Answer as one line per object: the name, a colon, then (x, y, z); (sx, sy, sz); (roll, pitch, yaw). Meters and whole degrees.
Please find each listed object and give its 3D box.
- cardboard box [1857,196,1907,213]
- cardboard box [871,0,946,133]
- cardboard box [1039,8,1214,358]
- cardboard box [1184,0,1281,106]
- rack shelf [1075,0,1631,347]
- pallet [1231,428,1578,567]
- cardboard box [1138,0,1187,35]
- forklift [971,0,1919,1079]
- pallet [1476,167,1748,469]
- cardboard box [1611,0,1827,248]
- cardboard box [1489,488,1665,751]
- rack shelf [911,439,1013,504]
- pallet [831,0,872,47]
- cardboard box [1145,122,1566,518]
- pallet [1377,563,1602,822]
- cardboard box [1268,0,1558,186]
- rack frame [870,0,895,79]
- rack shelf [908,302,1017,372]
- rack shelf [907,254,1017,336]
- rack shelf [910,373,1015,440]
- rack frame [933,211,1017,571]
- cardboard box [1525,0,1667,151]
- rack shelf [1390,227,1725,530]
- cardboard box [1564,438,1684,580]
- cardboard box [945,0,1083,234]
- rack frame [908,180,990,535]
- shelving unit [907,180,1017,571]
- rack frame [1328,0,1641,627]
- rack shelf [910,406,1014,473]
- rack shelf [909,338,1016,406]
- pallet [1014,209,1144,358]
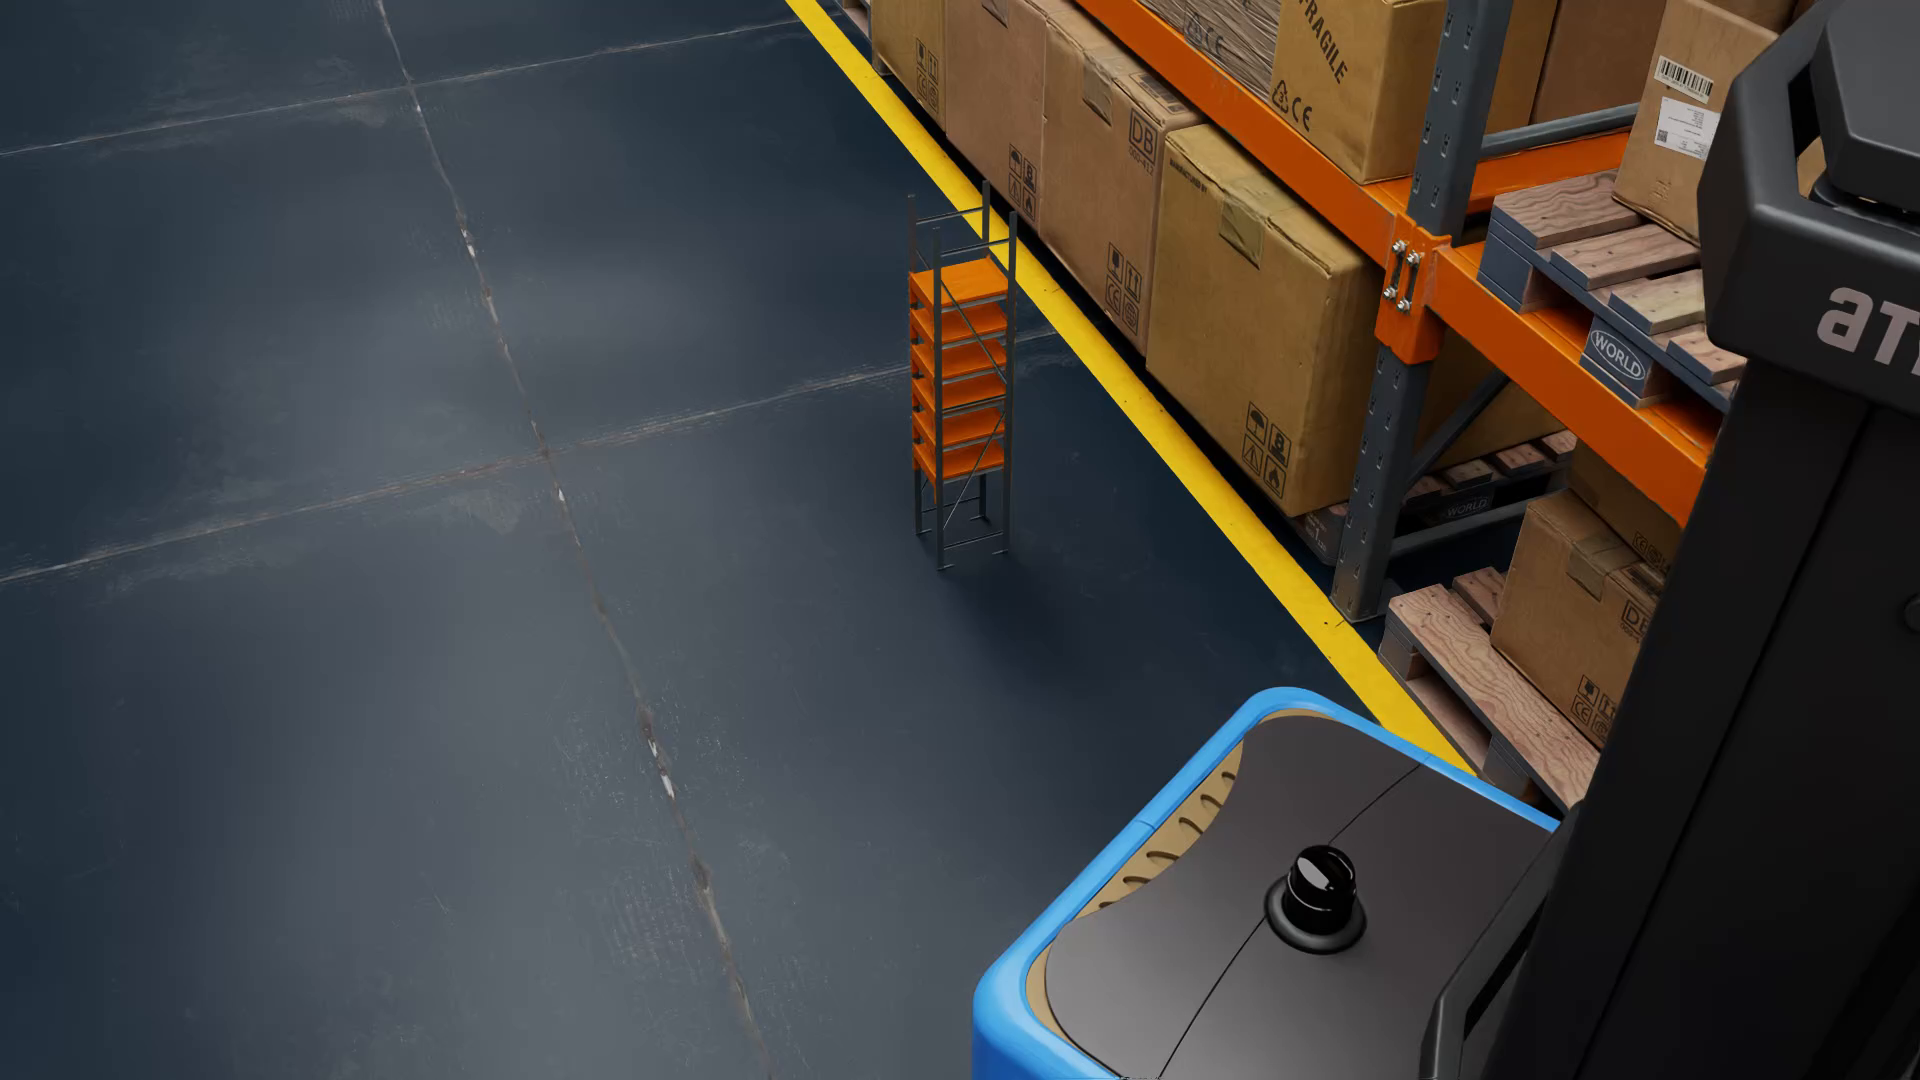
cardboard box: (2.151, -0.612, 3.262); (0.700, 0.500, 0.500); (-9, 42, -11)
cardboard box: (0.334, -2.424, 7.076); (1.225, 0.875, 0.875); (-15, 43, -17)
cardboard box: (1.023, -1.355, 5.832); (1.225, 0.875, 0.875); (-15, 43, -17)
cardboard box: (0.998, -1.617, 4.753); (0.500, 0.500, 0.500); (-15, 43, -17)
rack shelf: (0.836, -1.973, 5.796); (1.077, 0.370, 4.000); (-15, 43, -17)
pallet: (1.369, -0.478, 5.644); (1.003, 0.211, 1.213); (-15, 43, -17)
cardboard box: (0.797, -1.929, 5.115); (0.500, 0.500, 0.500); (-16, 43, -18)
forklift: (1.461, 0.823, 2.045); (3.031, 2.935, 1.130); (28, 48, 29)
pallet: (1.972, -0.566, 3.755); (1.213, 0.211, 1.003); (-15, 43, -17)
cardboard box: (1.845, -0.923, 3.624); (0.500, 0.500, 0.500); (-20, 45, -22)
cardboard box: (1.876, 0.138, 4.368); (0.700, 0.500, 0.500); (-17, 44, -19)
rack shelf: (0.006, -0.231, 5.034); (0.258, 0.103, 0.180); (-15, 43, -17)
pallet: (-0.148, -2.871, 8.427); (1.003, 0.211, 1.213); (-15, 43, -17)
cardboard box: (1.357, -0.816, 5.206); (1.225, 0.875, 0.875); (-17, 44, -19)
pallet: (1.899, 0.487, 4.522); (1.003, 0.211, 1.213); (-15, 43, -17)
cardboard box: (1.184, -1.315, 4.402); (0.500, 0.500, 0.500); (-14, 43, -16)
rack frame: (0.071, -3.451, 6.963); (1.000, 3.000, 0.127); (-15, 43, -17)
rack shelf: (0.006, -0.594, 4.721); (0.258, 0.103, 0.180); (-15, 43, -17)
rack shelf: (0.006, -0.685, 4.643); (0.258, 0.103, 0.180); (-15, 43, -17)
rack shelf: (0.006, -0.413, 4.878); (0.258, 0.103, 0.180); (-15, 43, -17)
rack frame: (0.041, -0.391, 4.785); (0.240, 1.200, 0.006); (-15, 43, -17)
cardboard box: (1.667, -1.440, 4.547); (0.500, 0.500, 0.500); (-14, 43, -16)
rack shelf: (2.367, 0.436, 2.994); (1.077, 0.370, 4.000); (-15, 43, -17)
cardboard box: (1.885, -0.149, 4.127); (0.500, 0.250, 0.500); (-13, 42, -15)
cardboard box: (0.677, -1.886, 6.450); (1.225, 0.875, 0.875); (-17, 43, -18)
rack frame: (-0.029, -0.501, 4.913); (0.240, 1.200, 0.006); (-15, 43, -17)
shelving unit: (0.006, -0.446, 4.849); (0.258, 1.200, 0.189); (-15, 43, -17)
rack frame: (1.601, -1.041, 4.160); (1.000, 3.000, 0.127); (-15, 43, -17)
rack shelf: (0.006, -0.322, 4.956); (0.258, 0.103, 0.180); (-15, 43, -17)
rack shelf: (0.006, -0.504, 4.799); (0.258, 0.103, 0.180); (-15, 43, -17)
pallet: (0.906, -1.212, 6.497); (1.003, 0.211, 1.213); (-15, 43, -17)
